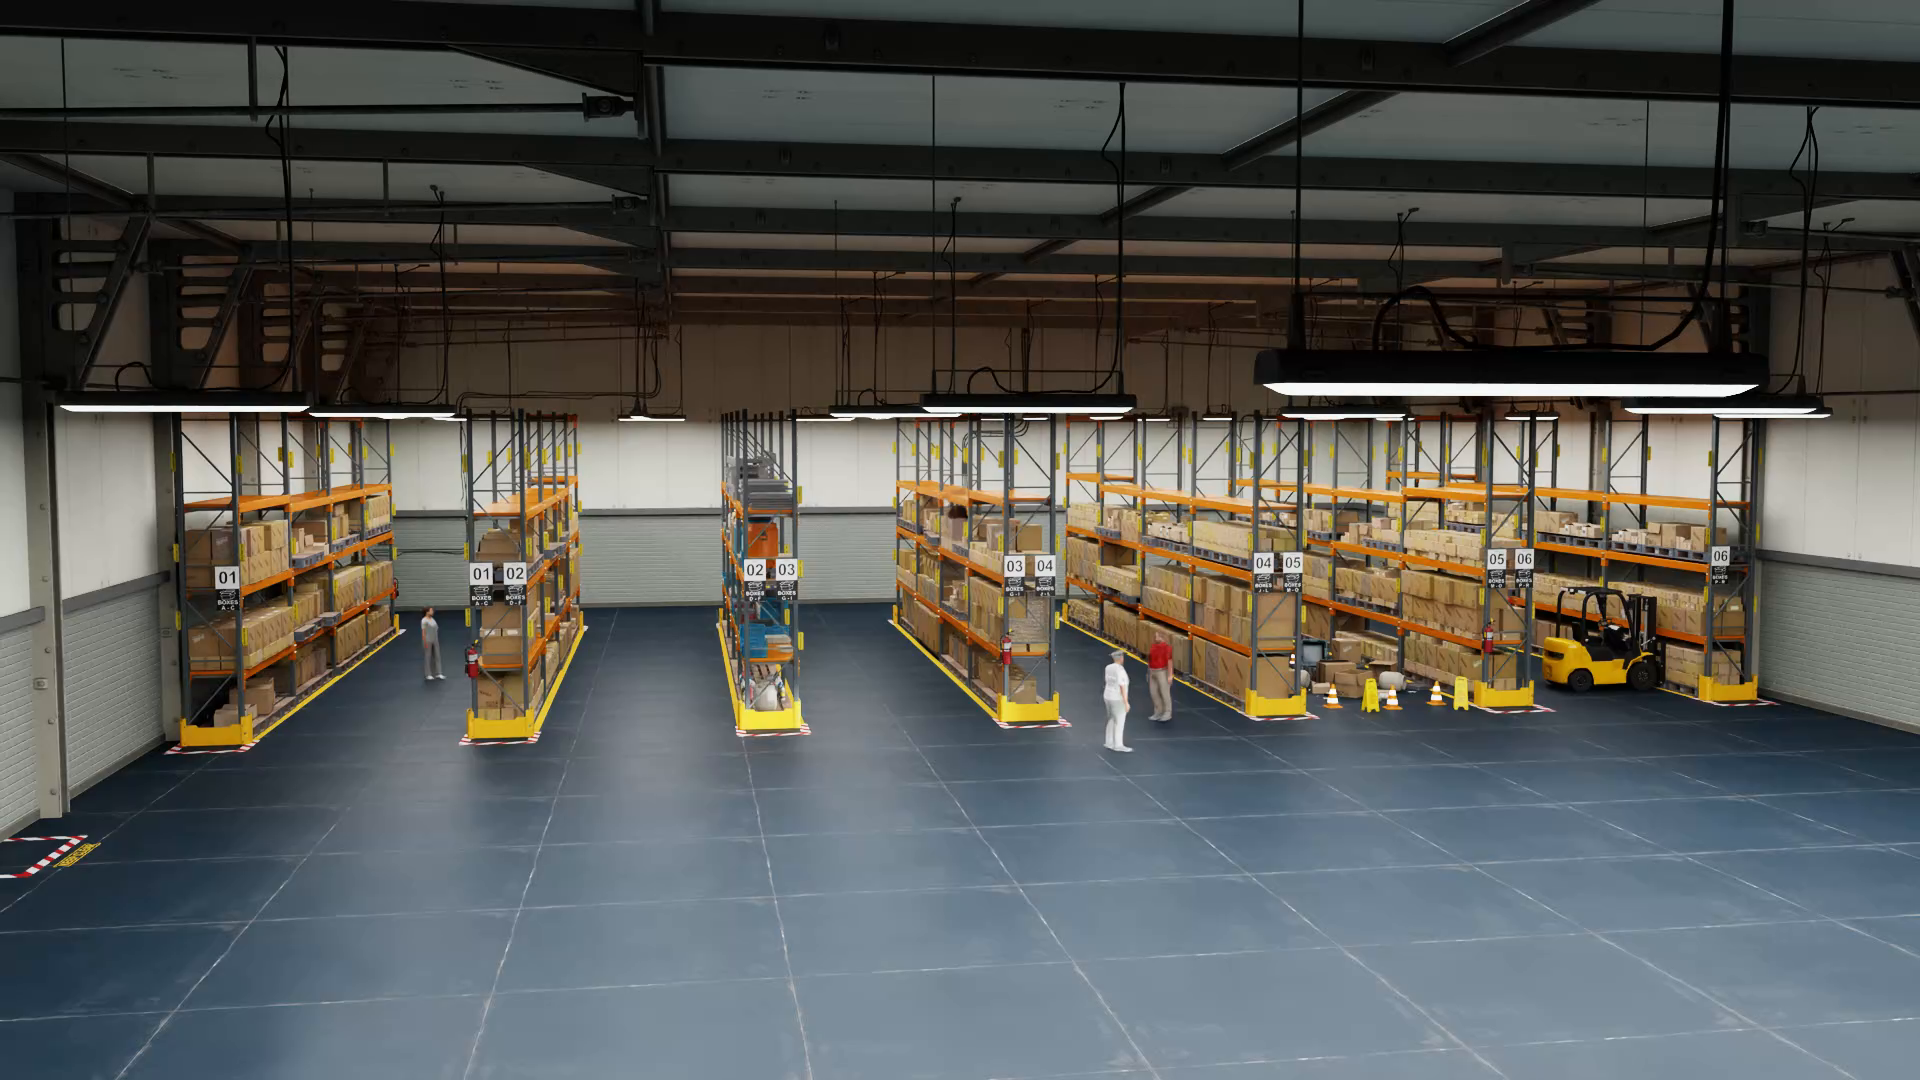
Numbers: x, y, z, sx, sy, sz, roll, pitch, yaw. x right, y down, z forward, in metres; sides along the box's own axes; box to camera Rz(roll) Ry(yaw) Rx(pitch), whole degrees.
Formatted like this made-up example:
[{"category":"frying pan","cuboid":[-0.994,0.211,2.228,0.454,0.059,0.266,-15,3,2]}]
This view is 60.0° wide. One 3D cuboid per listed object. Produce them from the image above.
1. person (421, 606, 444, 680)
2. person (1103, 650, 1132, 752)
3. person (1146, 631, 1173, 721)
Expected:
[{"category":"person","cuboid":[-11.855,2.295,37.278,0.362,1.670,0.510,3,5,36]},{"category":"person","cuboid":[2.750,2.855,29.179,0.401,1.852,0.640,-2,4,-25]},{"category":"person","cuboid":[3.860,2.634,32.118,0.407,1.765,0.674,-4,5,-41]}]
